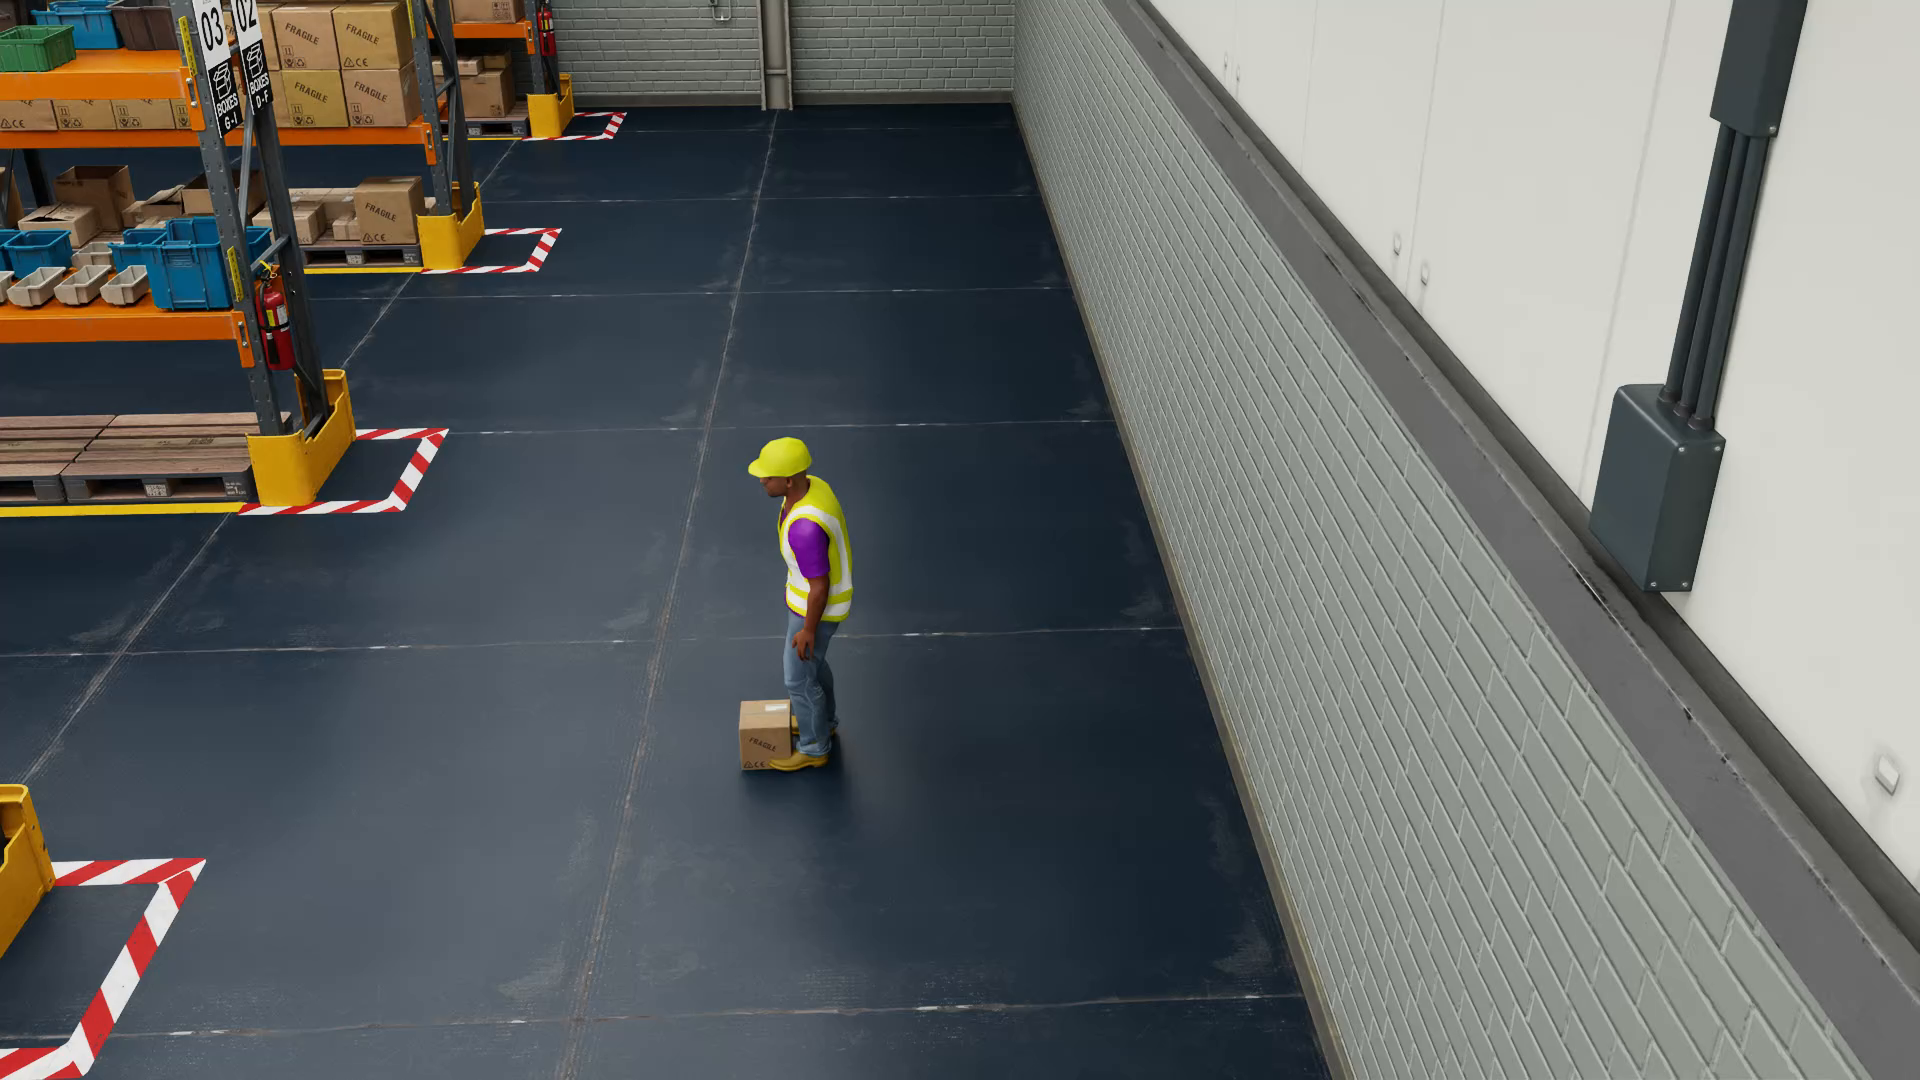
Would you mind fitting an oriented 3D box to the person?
[{"bbox_3d":[-0.745,0.301,8.021,0.460,1.759,0.629,-3,28,-5],"label":"person"}]
